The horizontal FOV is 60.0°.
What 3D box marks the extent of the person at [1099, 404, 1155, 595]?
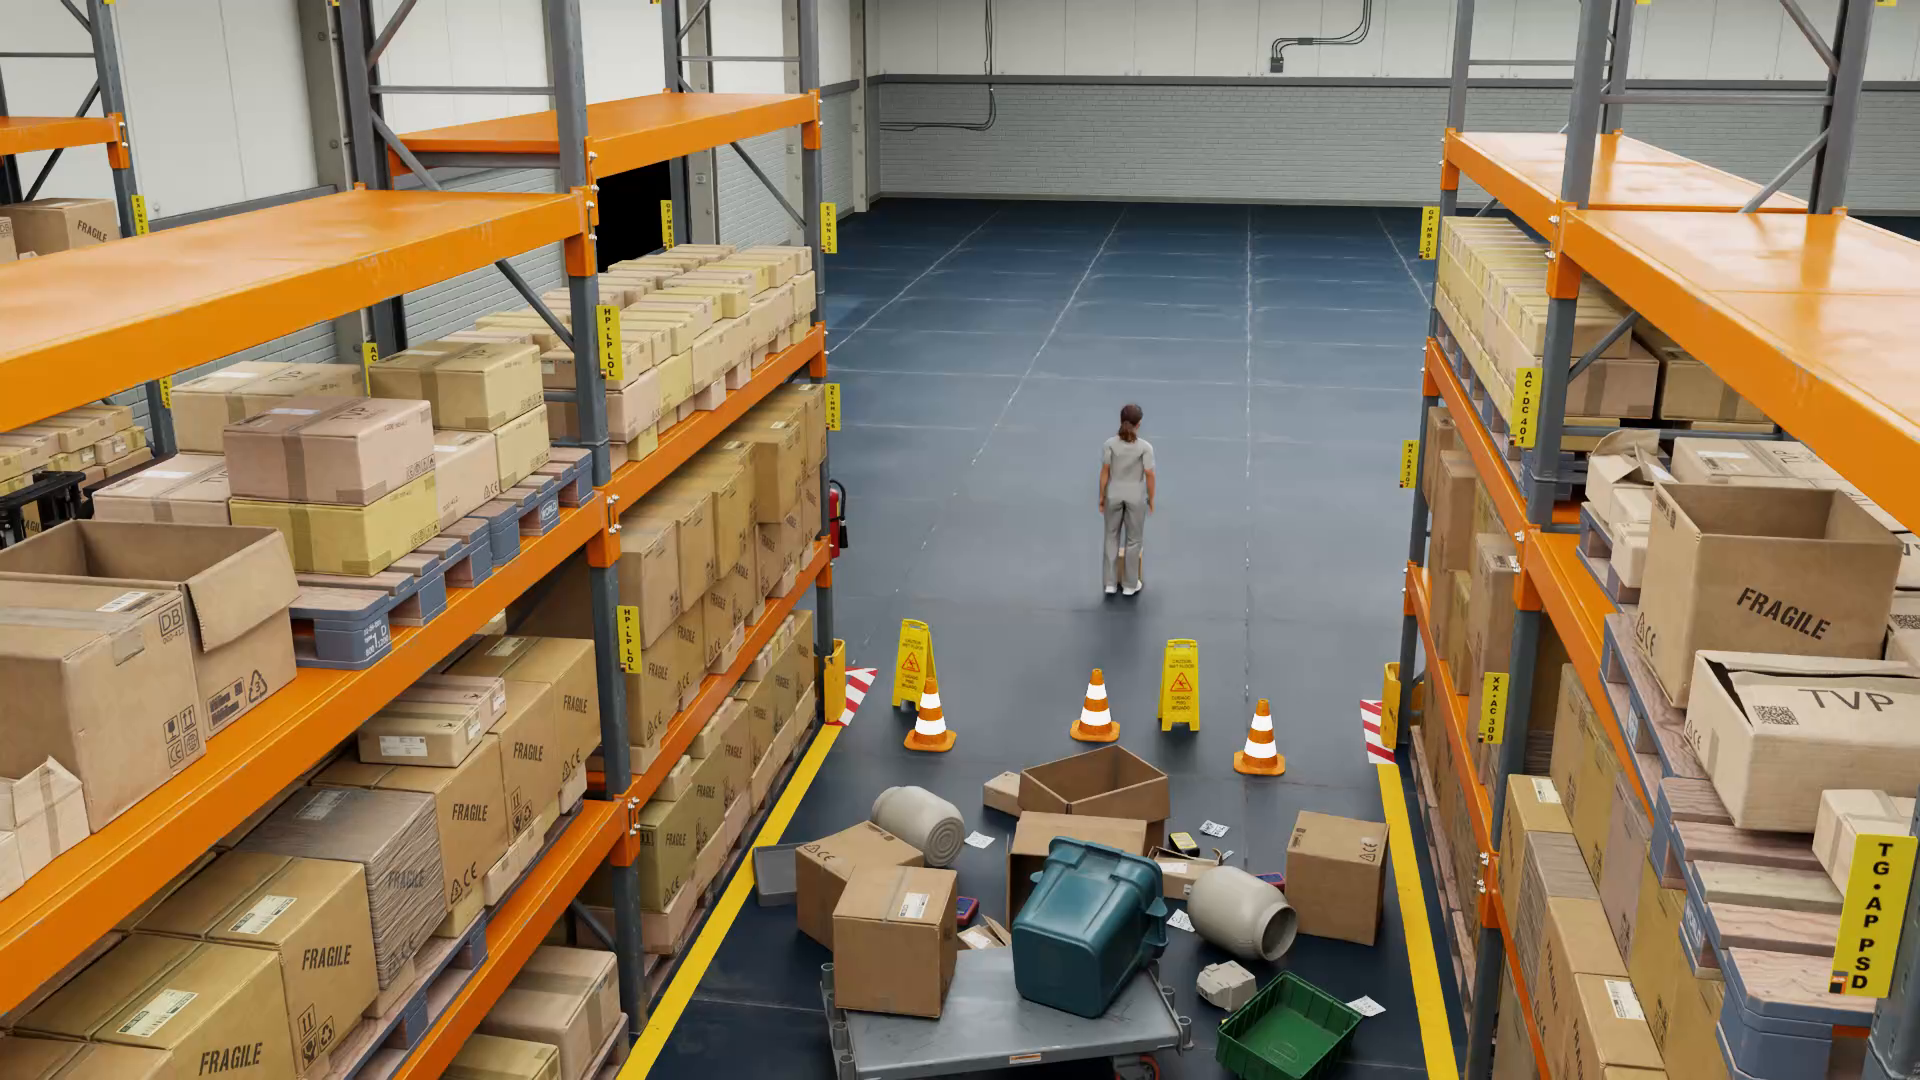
[{"bbox_3d":[1.413,-0.315,14.033,0.473,1.694,0.475,5,19,15],"label":"person"}]
